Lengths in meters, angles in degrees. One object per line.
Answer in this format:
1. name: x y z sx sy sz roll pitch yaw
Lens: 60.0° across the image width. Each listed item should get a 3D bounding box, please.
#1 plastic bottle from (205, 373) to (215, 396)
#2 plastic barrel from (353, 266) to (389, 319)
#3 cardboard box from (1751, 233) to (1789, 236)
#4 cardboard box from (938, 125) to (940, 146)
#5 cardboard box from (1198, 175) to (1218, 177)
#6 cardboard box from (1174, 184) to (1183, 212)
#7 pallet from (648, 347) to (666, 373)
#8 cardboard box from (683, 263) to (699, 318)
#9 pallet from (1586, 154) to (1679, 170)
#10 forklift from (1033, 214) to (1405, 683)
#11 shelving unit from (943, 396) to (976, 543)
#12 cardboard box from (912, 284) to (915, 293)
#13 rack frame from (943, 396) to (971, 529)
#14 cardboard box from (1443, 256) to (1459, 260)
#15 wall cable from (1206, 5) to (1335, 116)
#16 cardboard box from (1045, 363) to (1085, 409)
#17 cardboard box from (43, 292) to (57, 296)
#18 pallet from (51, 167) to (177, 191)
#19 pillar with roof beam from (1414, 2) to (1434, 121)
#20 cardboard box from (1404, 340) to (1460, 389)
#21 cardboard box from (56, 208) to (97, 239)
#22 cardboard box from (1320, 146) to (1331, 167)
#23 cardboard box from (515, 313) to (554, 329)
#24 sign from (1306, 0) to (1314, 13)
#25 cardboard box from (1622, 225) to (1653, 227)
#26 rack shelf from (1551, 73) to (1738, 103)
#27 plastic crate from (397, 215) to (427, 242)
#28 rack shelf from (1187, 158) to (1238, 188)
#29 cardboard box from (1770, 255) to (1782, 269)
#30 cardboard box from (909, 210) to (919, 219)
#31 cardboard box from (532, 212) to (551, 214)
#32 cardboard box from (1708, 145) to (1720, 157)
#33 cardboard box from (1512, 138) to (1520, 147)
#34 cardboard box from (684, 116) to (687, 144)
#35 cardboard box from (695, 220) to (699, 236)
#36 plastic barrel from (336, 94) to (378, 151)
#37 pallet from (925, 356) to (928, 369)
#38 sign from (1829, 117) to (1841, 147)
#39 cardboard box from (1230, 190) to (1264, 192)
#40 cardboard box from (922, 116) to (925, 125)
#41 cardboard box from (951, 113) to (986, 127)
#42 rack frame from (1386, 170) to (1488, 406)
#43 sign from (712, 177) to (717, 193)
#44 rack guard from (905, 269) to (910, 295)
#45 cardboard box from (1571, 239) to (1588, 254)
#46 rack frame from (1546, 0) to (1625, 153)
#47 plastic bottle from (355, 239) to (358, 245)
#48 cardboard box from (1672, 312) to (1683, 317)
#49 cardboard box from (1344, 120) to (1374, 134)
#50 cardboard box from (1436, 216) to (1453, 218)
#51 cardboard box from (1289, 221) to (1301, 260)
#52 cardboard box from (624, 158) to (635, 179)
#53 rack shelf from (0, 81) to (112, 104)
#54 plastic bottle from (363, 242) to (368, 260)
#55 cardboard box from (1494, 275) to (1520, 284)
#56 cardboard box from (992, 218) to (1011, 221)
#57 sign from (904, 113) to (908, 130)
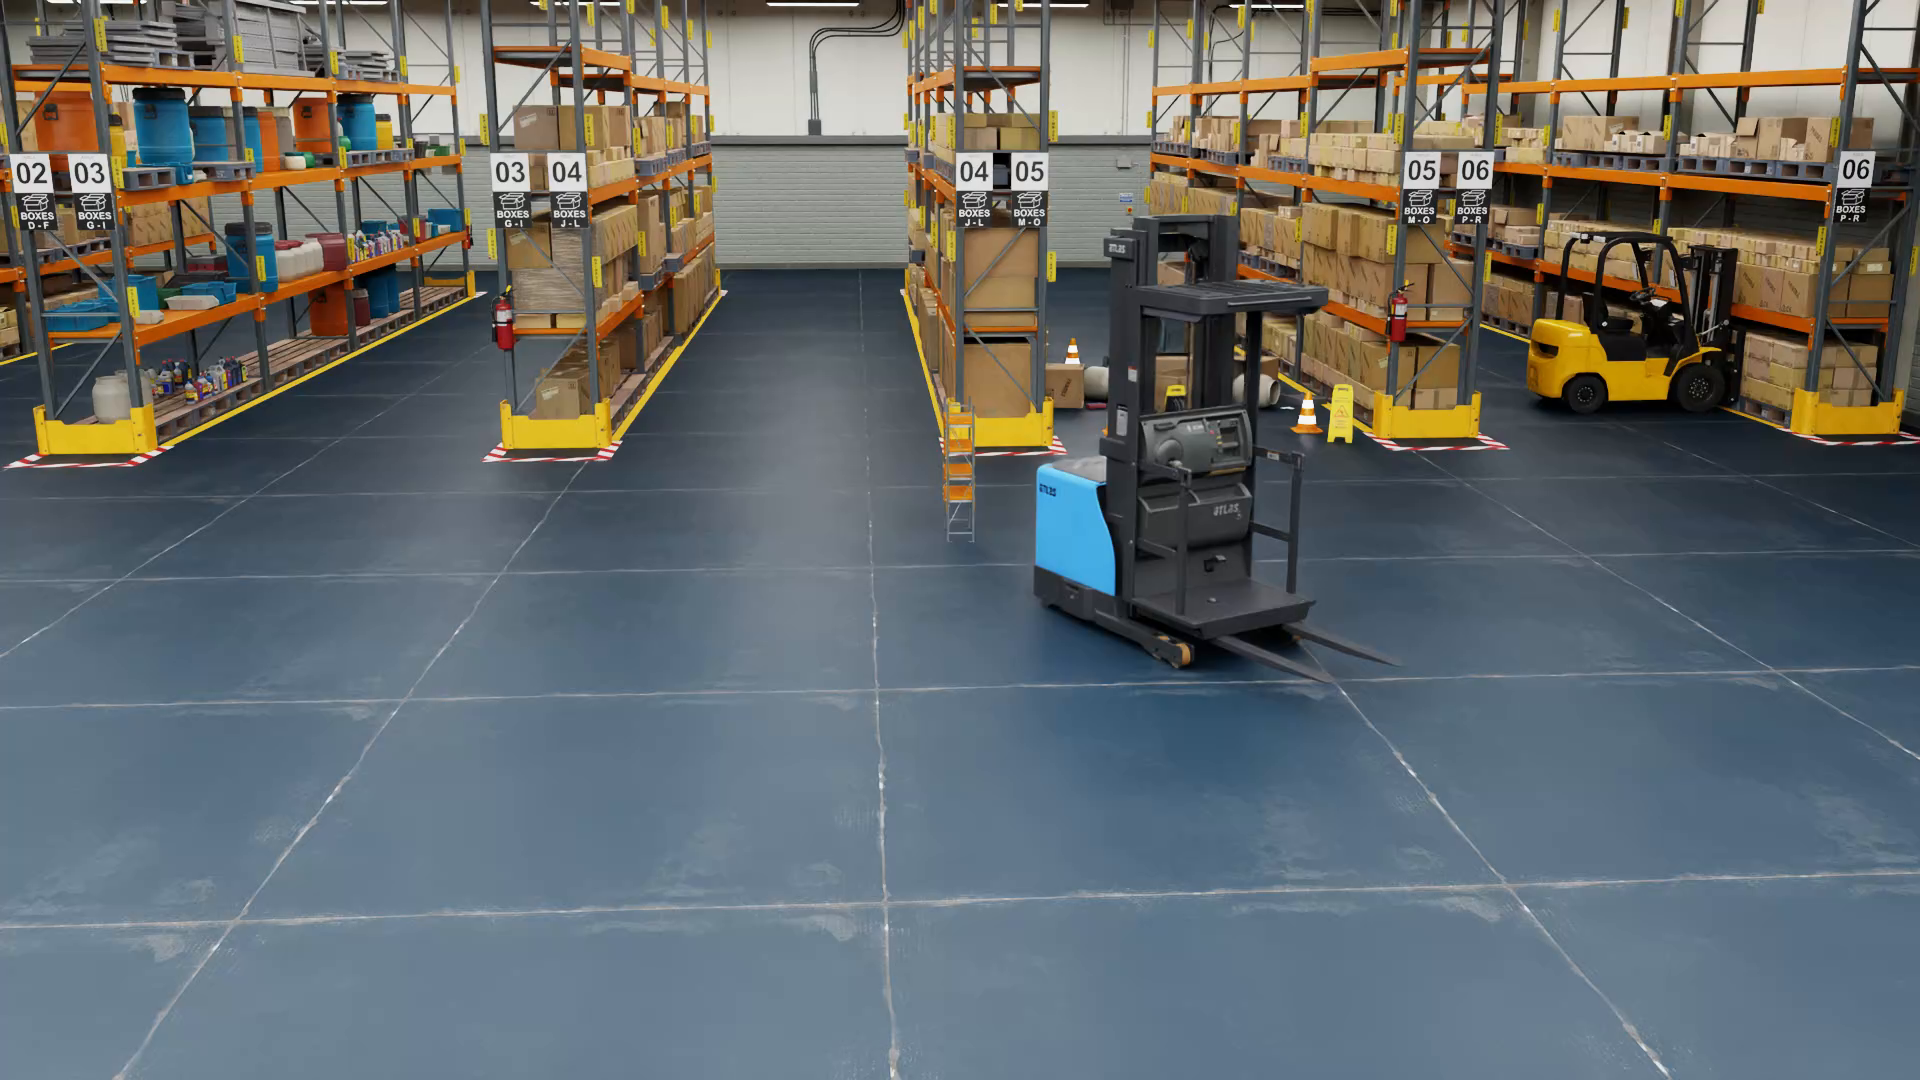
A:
1. plastic bottle: -9.290 -1.927 20.589 0.097 0.271 0.097 0 14 0
2. plastic barrel: -10.132 -4.279 28.505 0.600 0.901 0.708 -1 14 -3
3. cardboard box: 10.491 -3.898 21.557 0.380 0.149 0.250 -1 14 -4
4. cardboard box: -0.013 -5.066 20.838 0.500 0.250 0.500 -1 14 -4
5. cardboard box: 4.752 -6.879 31.734 0.380 0.149 0.250 -1 14 -4
6. cardboard box: 4.314 -6.405 31.193 0.500 0.500 0.500 -1 14 -4
7. pallet: -4.882 -2.638 24.354 1.003 0.211 1.213 -1 14 -3
8. cardboard box: -5.133 -4.273 28.536 1.225 0.875 0.875 -1 14 -5
9. pallet: 10.047 -5.631 24.753 1.003 0.211 1.213 0 14 -1
10. forklift: 1.756 -0.692 11.335 1.130 2.935 3.031 -9 17 -30
11. shelving unit: -0.010 -0.622 14.537 0.258 1.200 0.503 -1 14 -3
12. cardboard box: -0.693 -4.705 31.075 0.380 0.149 0.250 -1 14 -5
13. rack frame: -0.025 -0.683 14.773 0.240 1.200 0.015 -1 14 -3
14. cardboard box: 5.597 -3.092 19.726 0.500 0.500 0.500 0 14 -2
15. wall cable: 7.294 -11.006 39.168 2.988 3.039 0.133 -1 14 -3
16. cardboard box: 1.324 -1.962 21.144 0.500 0.500 0.500 2 15 6
17. cardboard box: -15.252 -3.824 27.501 0.500 0.500 0.500 -1 14 -6
18. pallet: -9.403 -3.988 18.364 1.003 0.211 1.213 -1 14 -3
19. pillar with roof beam: 5.784 -10.229 36.222 9.100 9.000 0.400 -1 14 -3
20. cardboard box: 5.609 -2.094 19.816 0.500 0.500 0.500 -1 14 -5
21. cardboard box: -15.331 -5.458 28.678 0.700 0.500 0.500 -6 16 -22
22. cardboard box: 4.933 -4.926 21.335 0.500 0.250 0.500 -1 14 -4
23. cardboard box: -4.729 -2.442 18.500 0.380 0.149 0.250 -1 14 -3
24. sign: 4.584 -7.068 21.744 0.100 0.325 0.005 -1 14 -3
25. cardboard box: 10.271 -4.685 25.212 0.380 0.149 0.250 -1 14 -4
26. rack shelf: 9.967 -6.582 24.293 1.077 0.370 4.000 -1 14 -3
27. plastic crate: -9.998 -5.689 30.370 0.402 0.464 0.583 -1 14 -3
28. rack shelf: 4.766 -6.240 28.182 1.077 0.370 4.000 -1 14 -3
29. cardboard box: 10.034 -3.361 20.067 0.380 0.149 0.250 -1 14 -4
30. cardboard box: -0.691 -5.663 28.984 0.380 0.149 0.250 -1 14 -3
31. cardboard box: -4.874 -3.678 19.999 0.500 0.500 0.500 -1 14 -3
32. cardboard box: 9.864 -4.996 21.366 0.380 0.149 0.250 0 14 -2
33. cardboard box: 9.528 -6.694 28.003 0.380 0.149 0.250 0 14 -2
34. cardboard box: -5.387 -7.560 30.627 0.700 0.500 0.500 0 14 -1
35. cardboard box: -5.017 -5.672 30.256 0.500 0.250 0.500 -1 14 -4
36. plastic barrel: -9.934 -6.880 27.379 0.600 0.901 0.708 -1 14 -3
37. pallet: 0.001 -2.686 24.543 1.003 0.211 1.213 -1 14 -3
38. sign: 9.797 -4.564 18.608 0.100 0.325 0.005 -1 14 -3
39. cardboard box: 4.971 -5.803 28.855 0.500 0.500 0.500 0 14 -2
40. cardboard box: -0.429 -6.825 27.274 0.396 0.266 0.258 -1 14 -3
41. cardboard box: 0.091 -4.594 18.204 0.380 0.149 0.250 -1 14 -3
42. rack frame: 5.385 -2.649 18.800 1.000 3.000 0.127 -1 14 -3
43. sign: -4.955 -7.155 33.517 0.100 0.325 0.005 -1 14 -3
44. rack guard: -0.536 -5.297 34.109 1.175 0.500 0.348 -1 14 -3
45. cardboard box: 9.671 -4.516 25.356 0.500 0.250 0.500 -1 14 -5
46. rack frame: 9.844 -7.621 26.087 1.000 3.000 0.127 -1 14 -3
47. plastic bottle: -10.398 -5.102 28.734 0.097 0.201 0.097 0 14 0
48. cardboard box: 9.808 -2.952 22.647 0.500 0.250 0.500 -1 14 -4
49. cardboard box: 5.460 -5.744 23.267 0.500 0.250 0.500 -1 14 -5
50. cardboard box: 9.275 -6.029 31.644 0.500 0.250 0.500 -1 14 -3
51. cardboard box: 4.880 -4.151 22.998 0.500 0.500 0.500 -1 14 -4
52. cardboard box: -4.465 -4.761 21.292 0.500 0.250 0.500 0 14 -1
53. rack shelf: -15.013 -7.194 26.673 1.077 0.370 4.000 -1 14 -3
54. plastic bottle: -9.680 -4.694 27.008 0.097 0.271 0.097 0 14 0
55. cardboard box: 9.542 -4.534 28.999 0.380 0.149 0.250 -1 14 -3
56. cardboard box: 0.441 -3.512 19.689 0.875 0.550 0.550 -1 14 -3
57. sign: -1.082 -8.394 33.356 0.100 0.325 0.005 -1 14 -3
